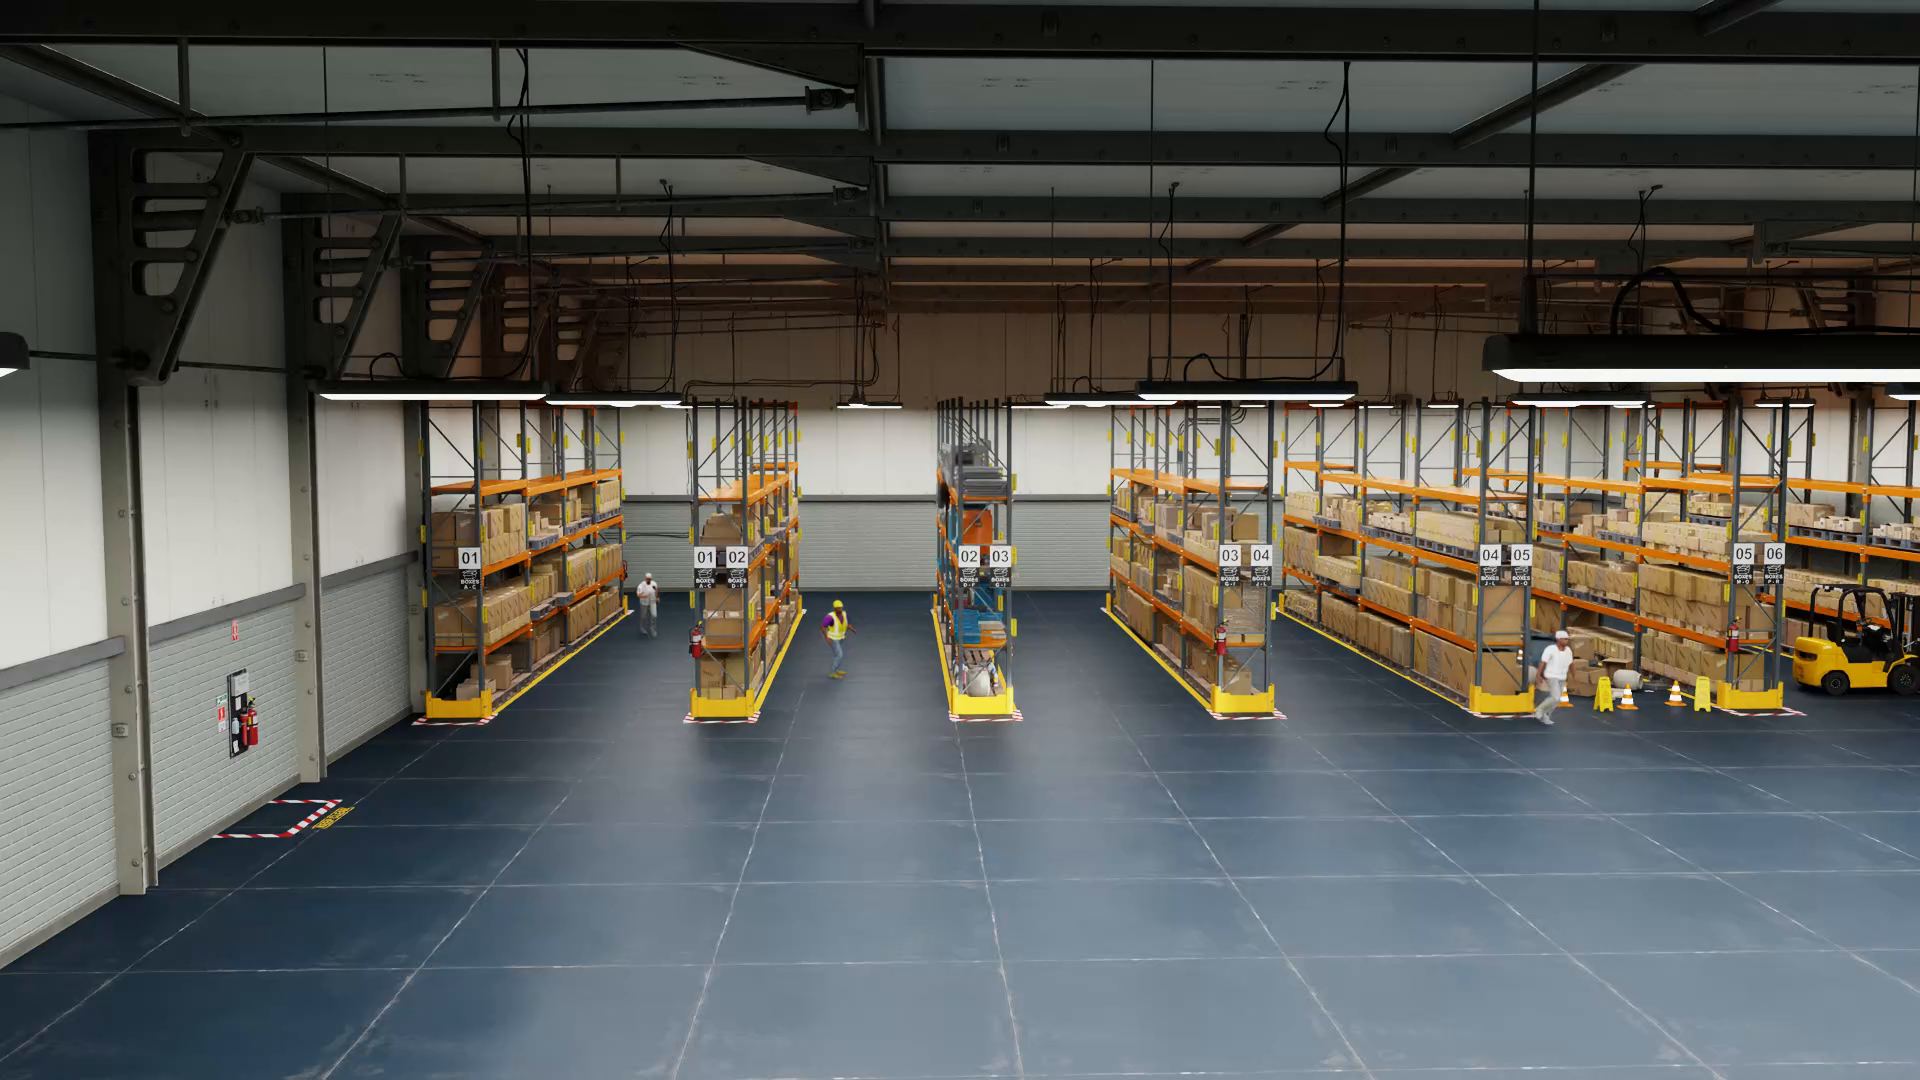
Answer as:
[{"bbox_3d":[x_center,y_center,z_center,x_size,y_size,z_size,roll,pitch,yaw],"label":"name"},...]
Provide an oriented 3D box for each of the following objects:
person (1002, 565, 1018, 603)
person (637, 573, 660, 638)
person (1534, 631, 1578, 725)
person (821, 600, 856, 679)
[{"bbox_3d":[1.403,1.046,49.689,0.542,1.700,0.664,2,5,29],"label":"person"},{"bbox_3d":[-7.941,1.640,42.325,0.616,1.632,0.956,-2,5,-21],"label":"person"},{"bbox_3d":[10.870,2.515,30.346,0.691,1.736,0.575,-2,5,-28],"label":"person"},{"bbox_3d":[-2.607,2.129,35.817,0.799,1.701,0.710,3,5,35],"label":"person"}]
